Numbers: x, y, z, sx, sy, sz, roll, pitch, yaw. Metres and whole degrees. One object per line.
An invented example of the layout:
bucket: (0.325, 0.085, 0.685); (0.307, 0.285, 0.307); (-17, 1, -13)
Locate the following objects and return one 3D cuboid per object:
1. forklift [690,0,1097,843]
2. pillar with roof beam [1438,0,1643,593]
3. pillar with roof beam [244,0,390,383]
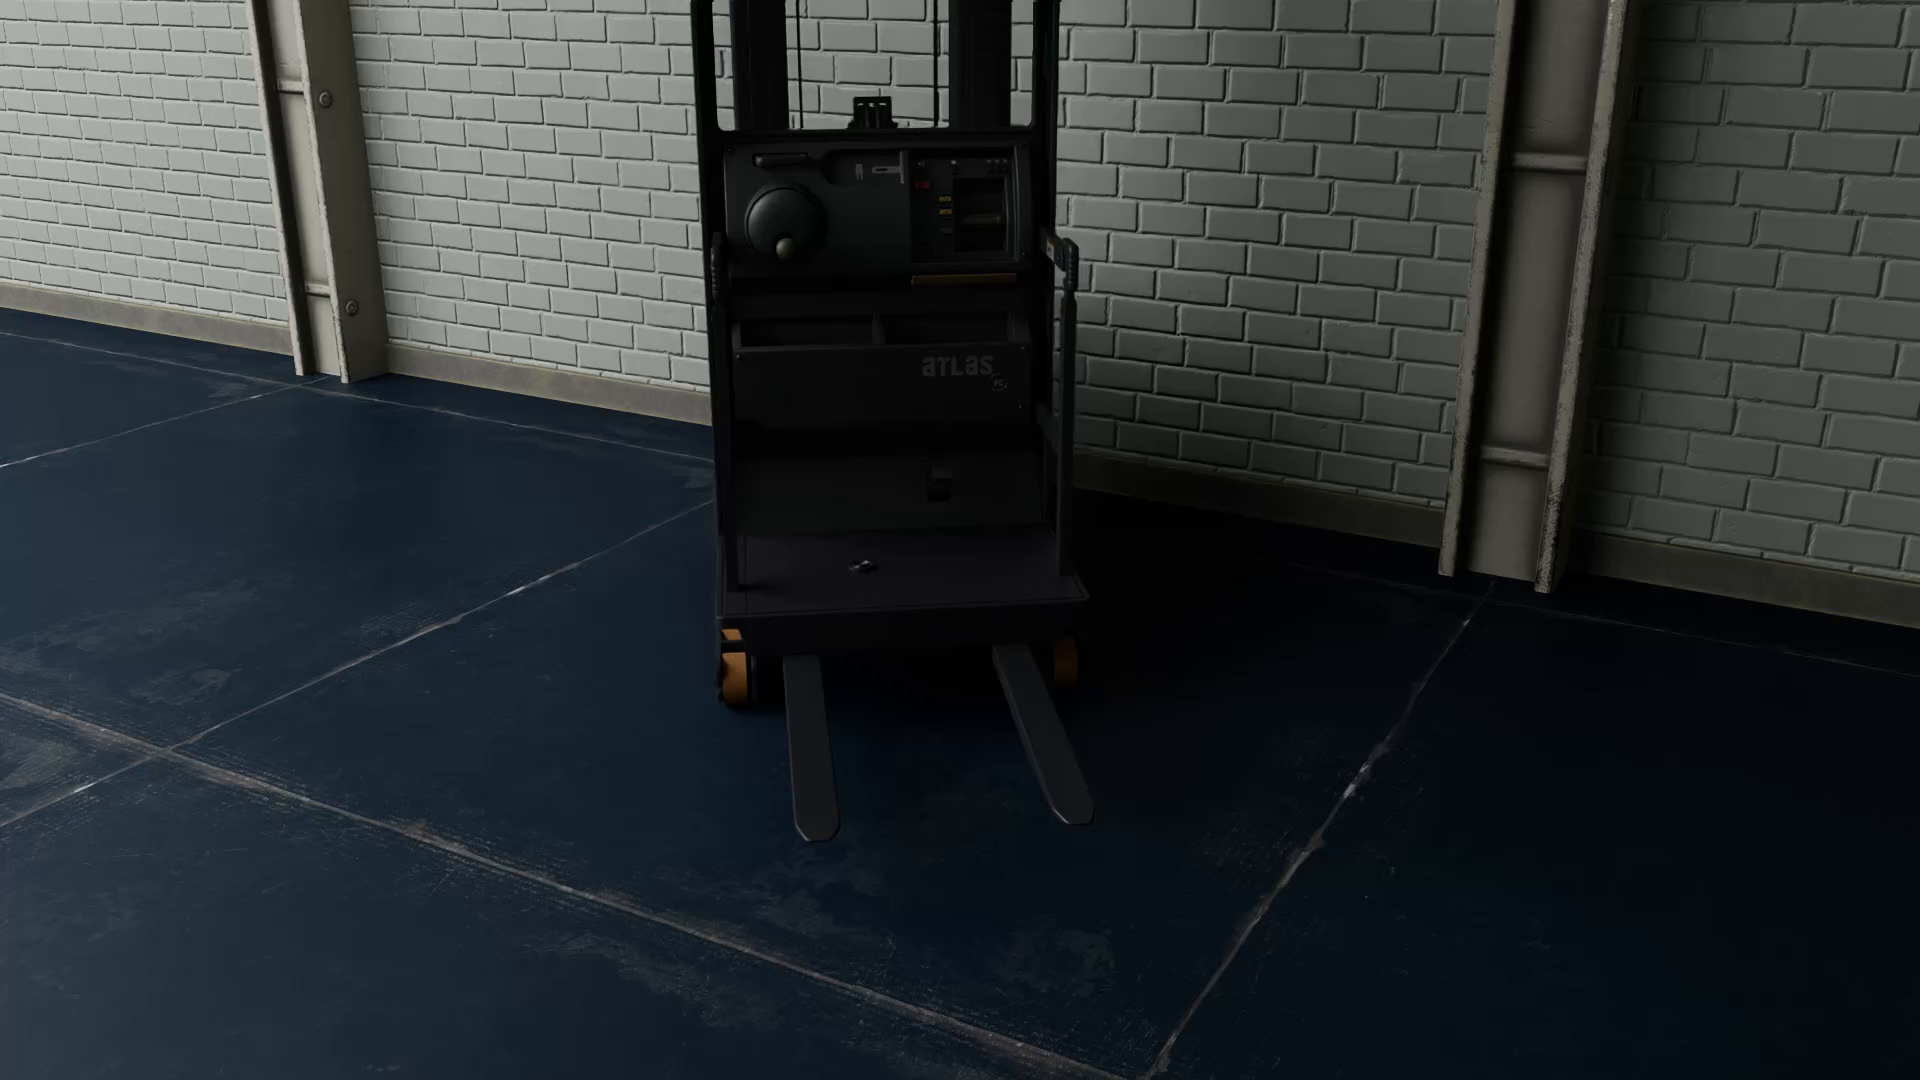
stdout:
forklift: (-0.215, -1.005, 4.838); (1.130, 2.935, 3.031); (-3, 20, -7)
pillar with roof beam: (-0.121, -2.839, 0.994); (0.400, 9.000, 9.100); (11, 23, 27)
pillar with roof beam: (-5.359, -3.836, 3.745); (0.400, 9.000, 9.100); (11, 23, 27)
